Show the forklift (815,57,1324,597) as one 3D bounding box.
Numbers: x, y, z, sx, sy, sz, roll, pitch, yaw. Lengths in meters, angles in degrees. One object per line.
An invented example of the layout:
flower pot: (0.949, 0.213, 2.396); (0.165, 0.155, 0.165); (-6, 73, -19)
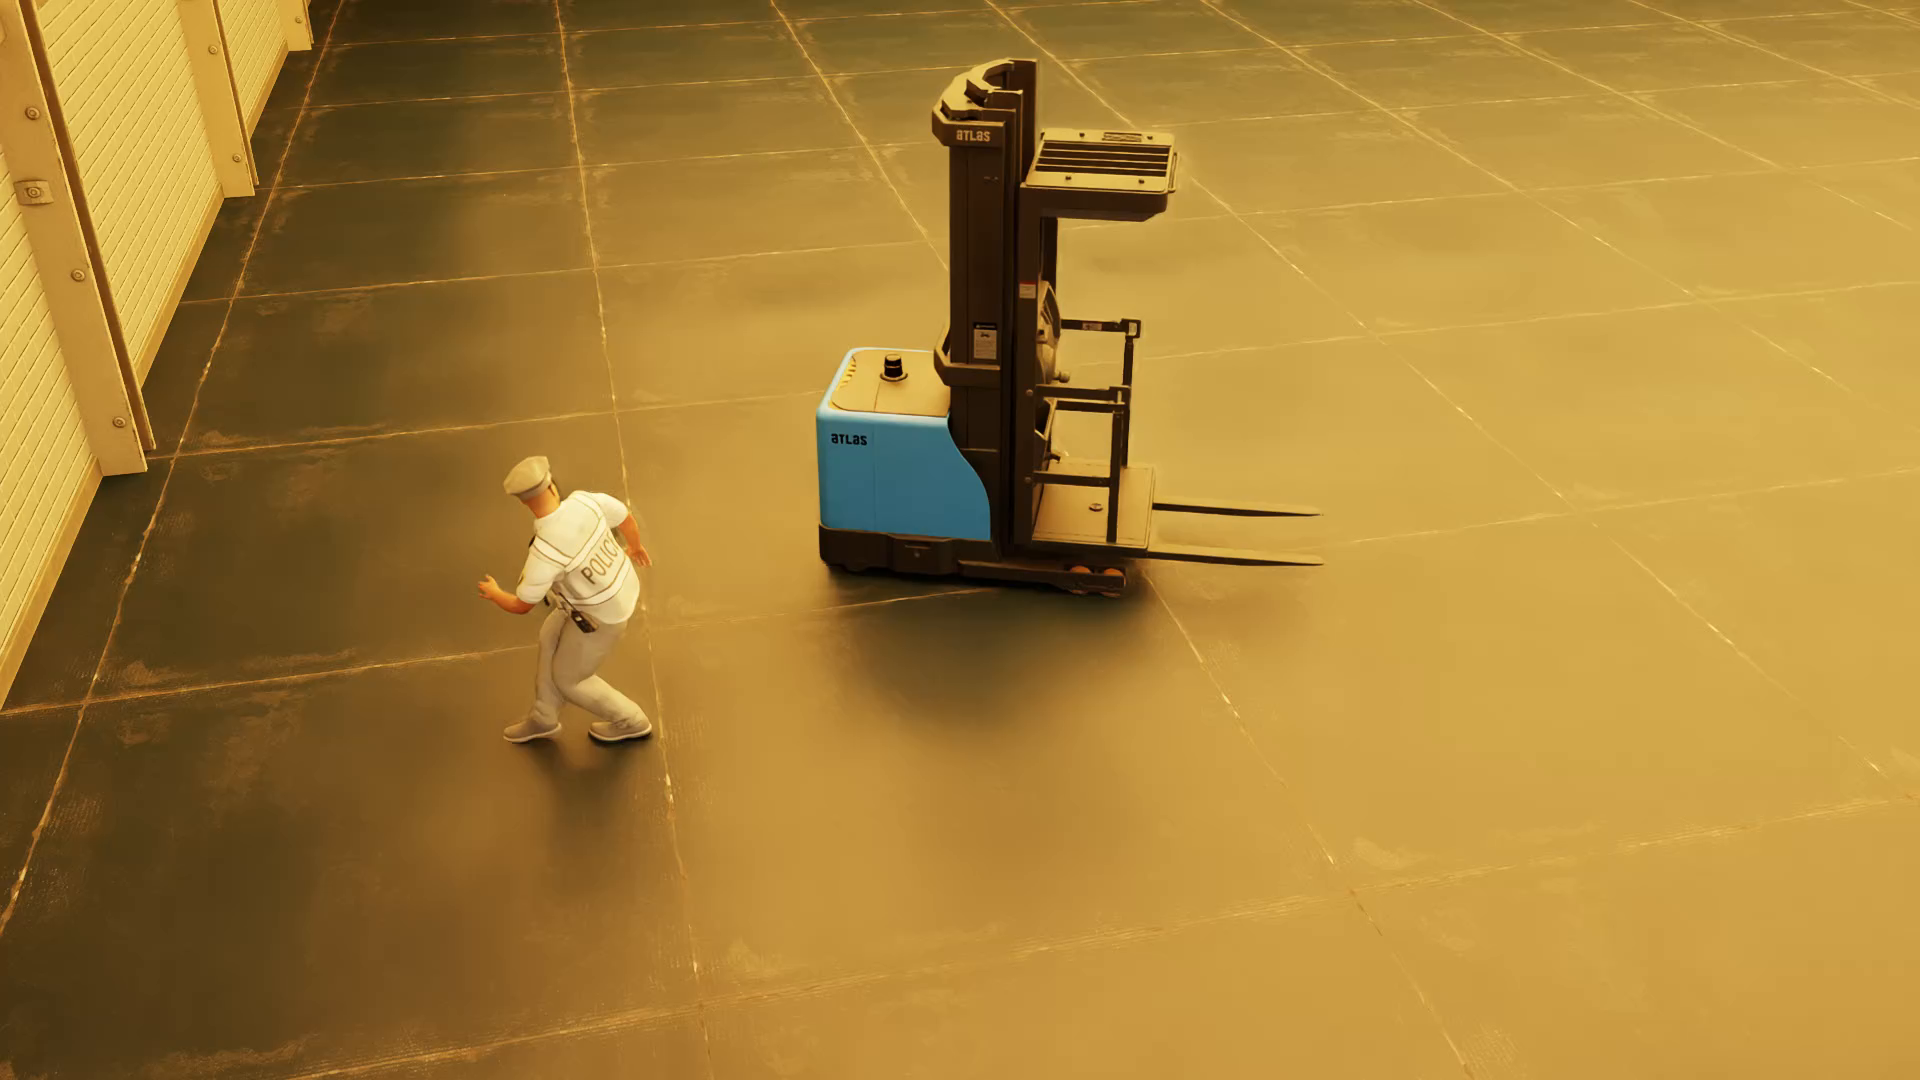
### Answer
forklift: (0.702, -1.215, 9.673); (3.031, 2.935, 1.130); (4, 30, 8)

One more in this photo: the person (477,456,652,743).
person: (-2.014, 0.277, 8.427); (0.809, 1.621, 0.784); (3, 30, 5)
